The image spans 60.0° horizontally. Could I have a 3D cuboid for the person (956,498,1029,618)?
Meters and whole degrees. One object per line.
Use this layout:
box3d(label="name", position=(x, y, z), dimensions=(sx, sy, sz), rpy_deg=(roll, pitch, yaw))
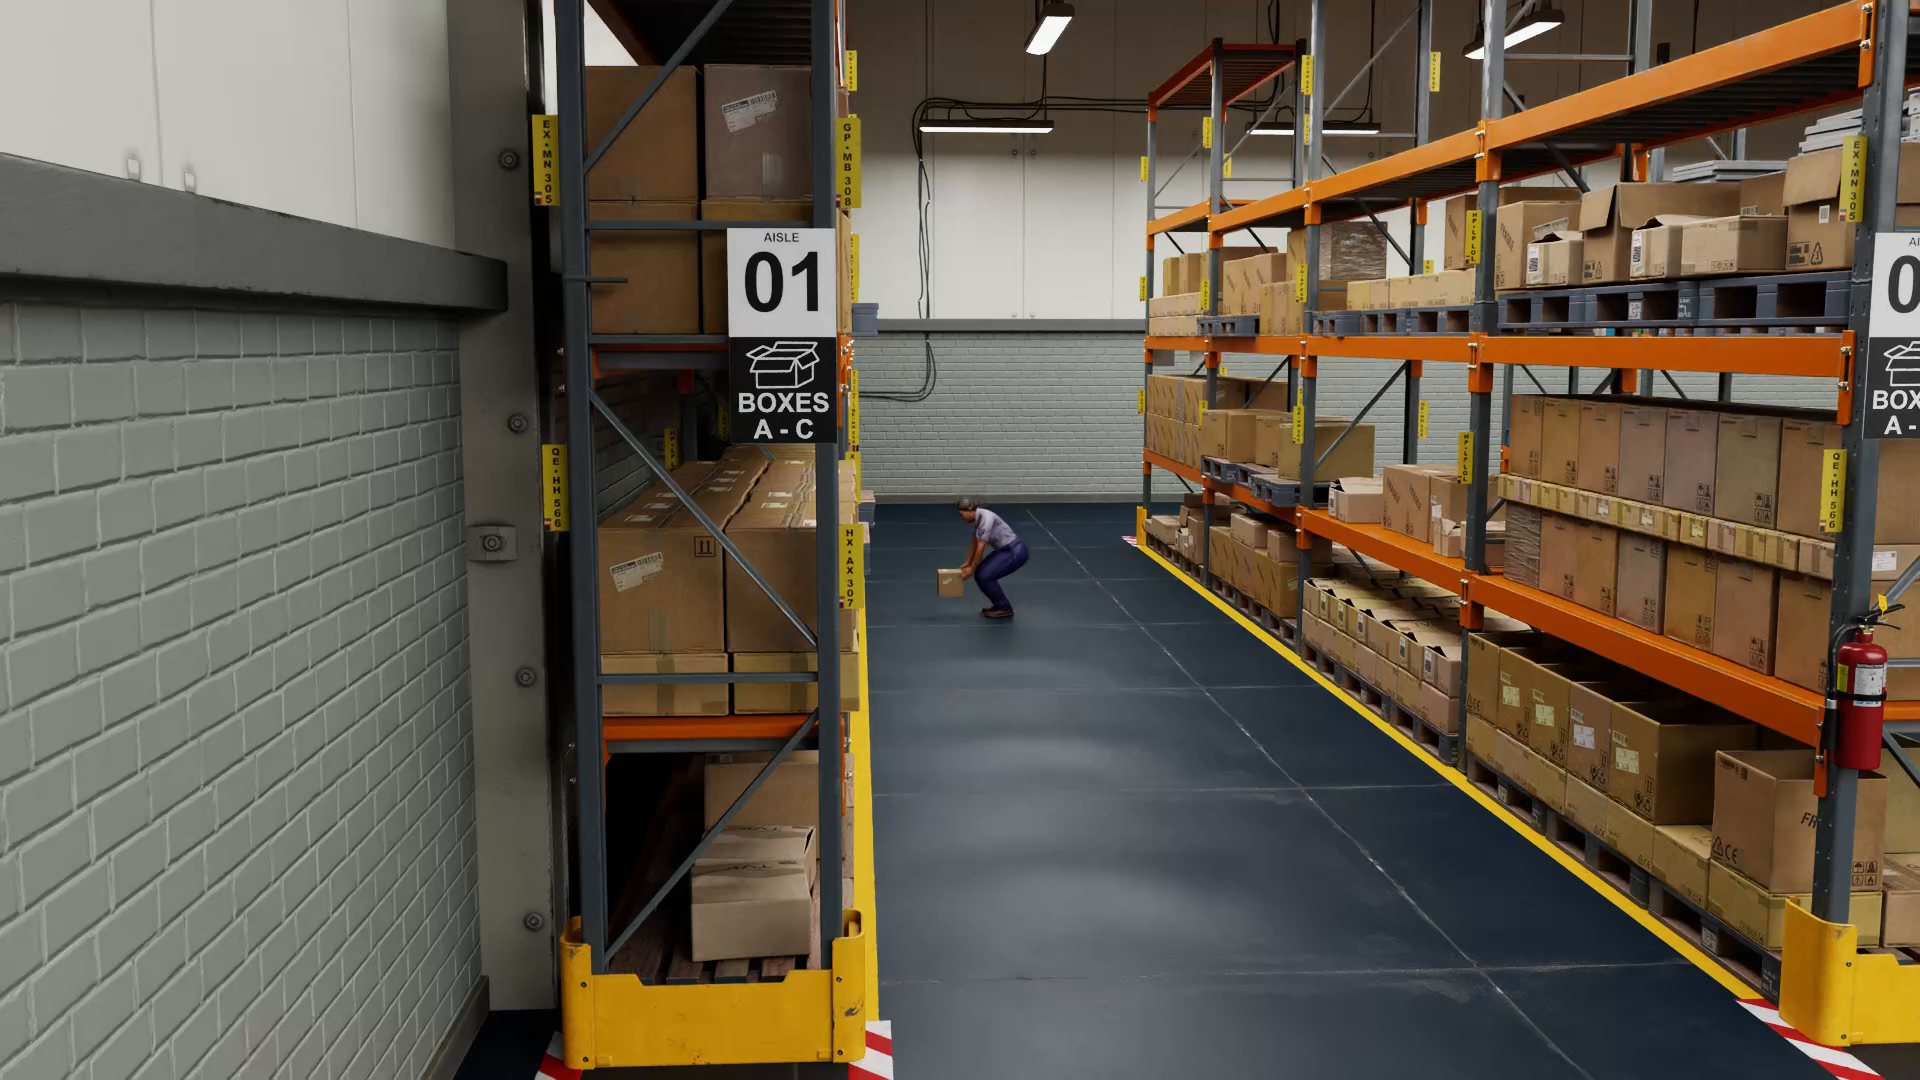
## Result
box3d(label="person", position=(0.330, 0.169, 16.795), dimensions=(0.738, 1.202, 0.541), rpy_deg=(0, 7, -4))
